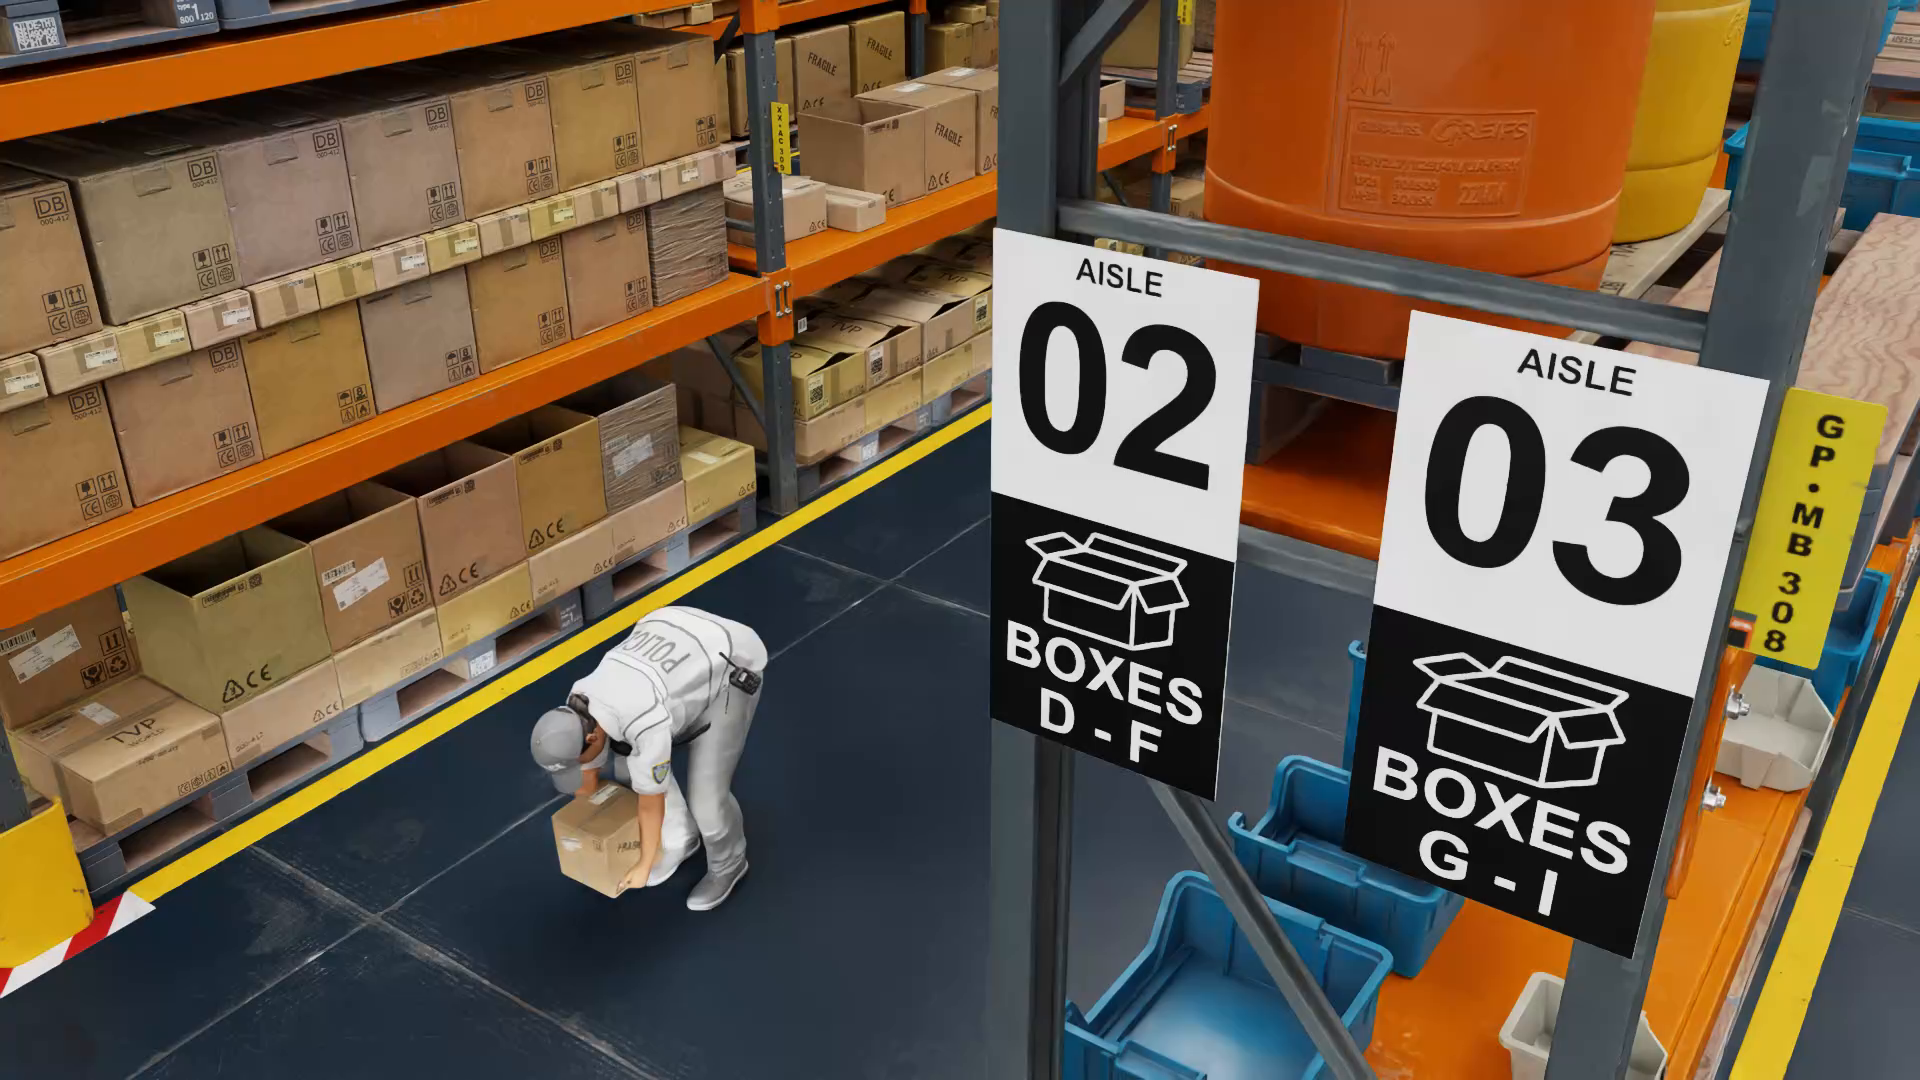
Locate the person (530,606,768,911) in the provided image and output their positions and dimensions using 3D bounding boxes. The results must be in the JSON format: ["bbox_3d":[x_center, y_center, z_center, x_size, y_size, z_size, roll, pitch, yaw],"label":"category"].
[{"bbox_3d":[-1.043,0.815,5.705,0.466,1.047,0.951,16,31,28],"label":"person"}]
